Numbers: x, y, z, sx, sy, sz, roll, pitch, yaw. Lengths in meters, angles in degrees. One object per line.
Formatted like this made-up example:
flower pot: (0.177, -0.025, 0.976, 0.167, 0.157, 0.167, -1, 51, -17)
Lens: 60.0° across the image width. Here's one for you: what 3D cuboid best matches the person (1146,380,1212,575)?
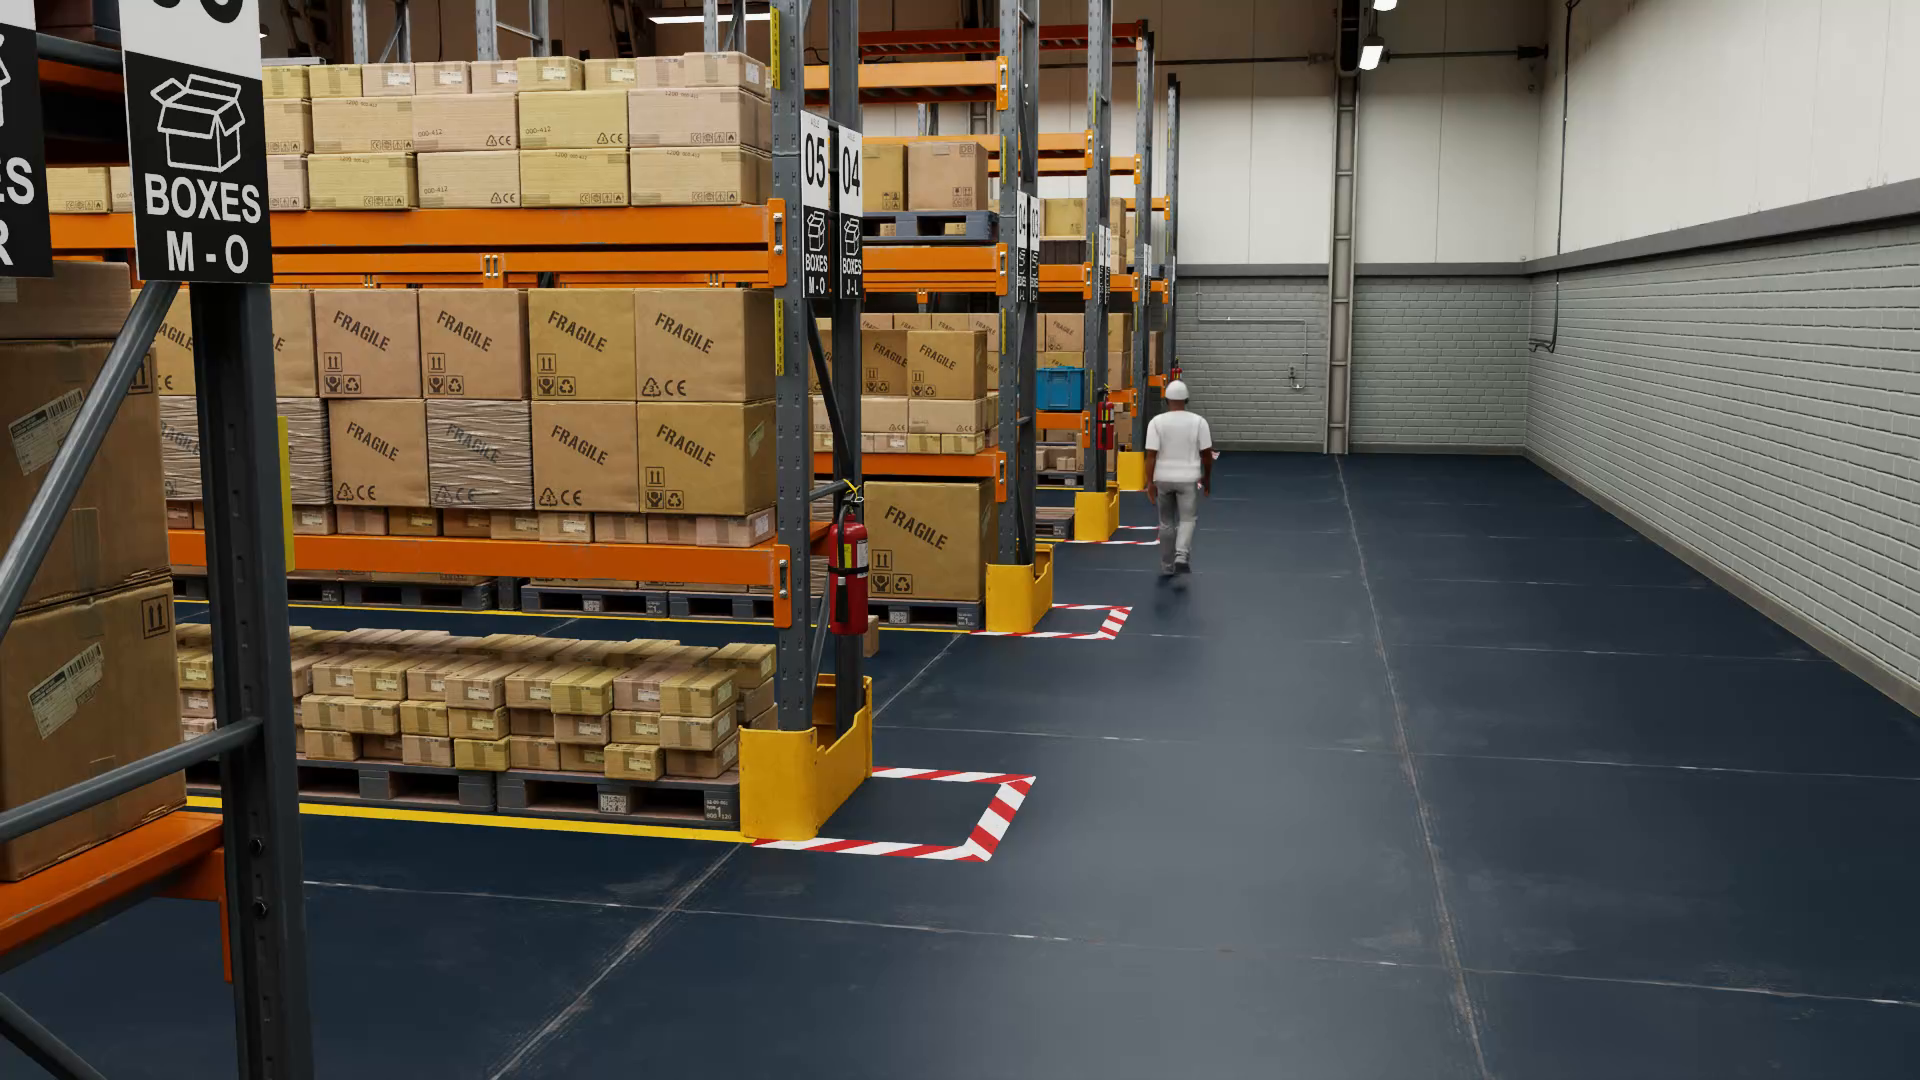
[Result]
person: (1.903, -0.523, 14.479, 0.569, 1.737, 0.932, 2, 8, 11)
